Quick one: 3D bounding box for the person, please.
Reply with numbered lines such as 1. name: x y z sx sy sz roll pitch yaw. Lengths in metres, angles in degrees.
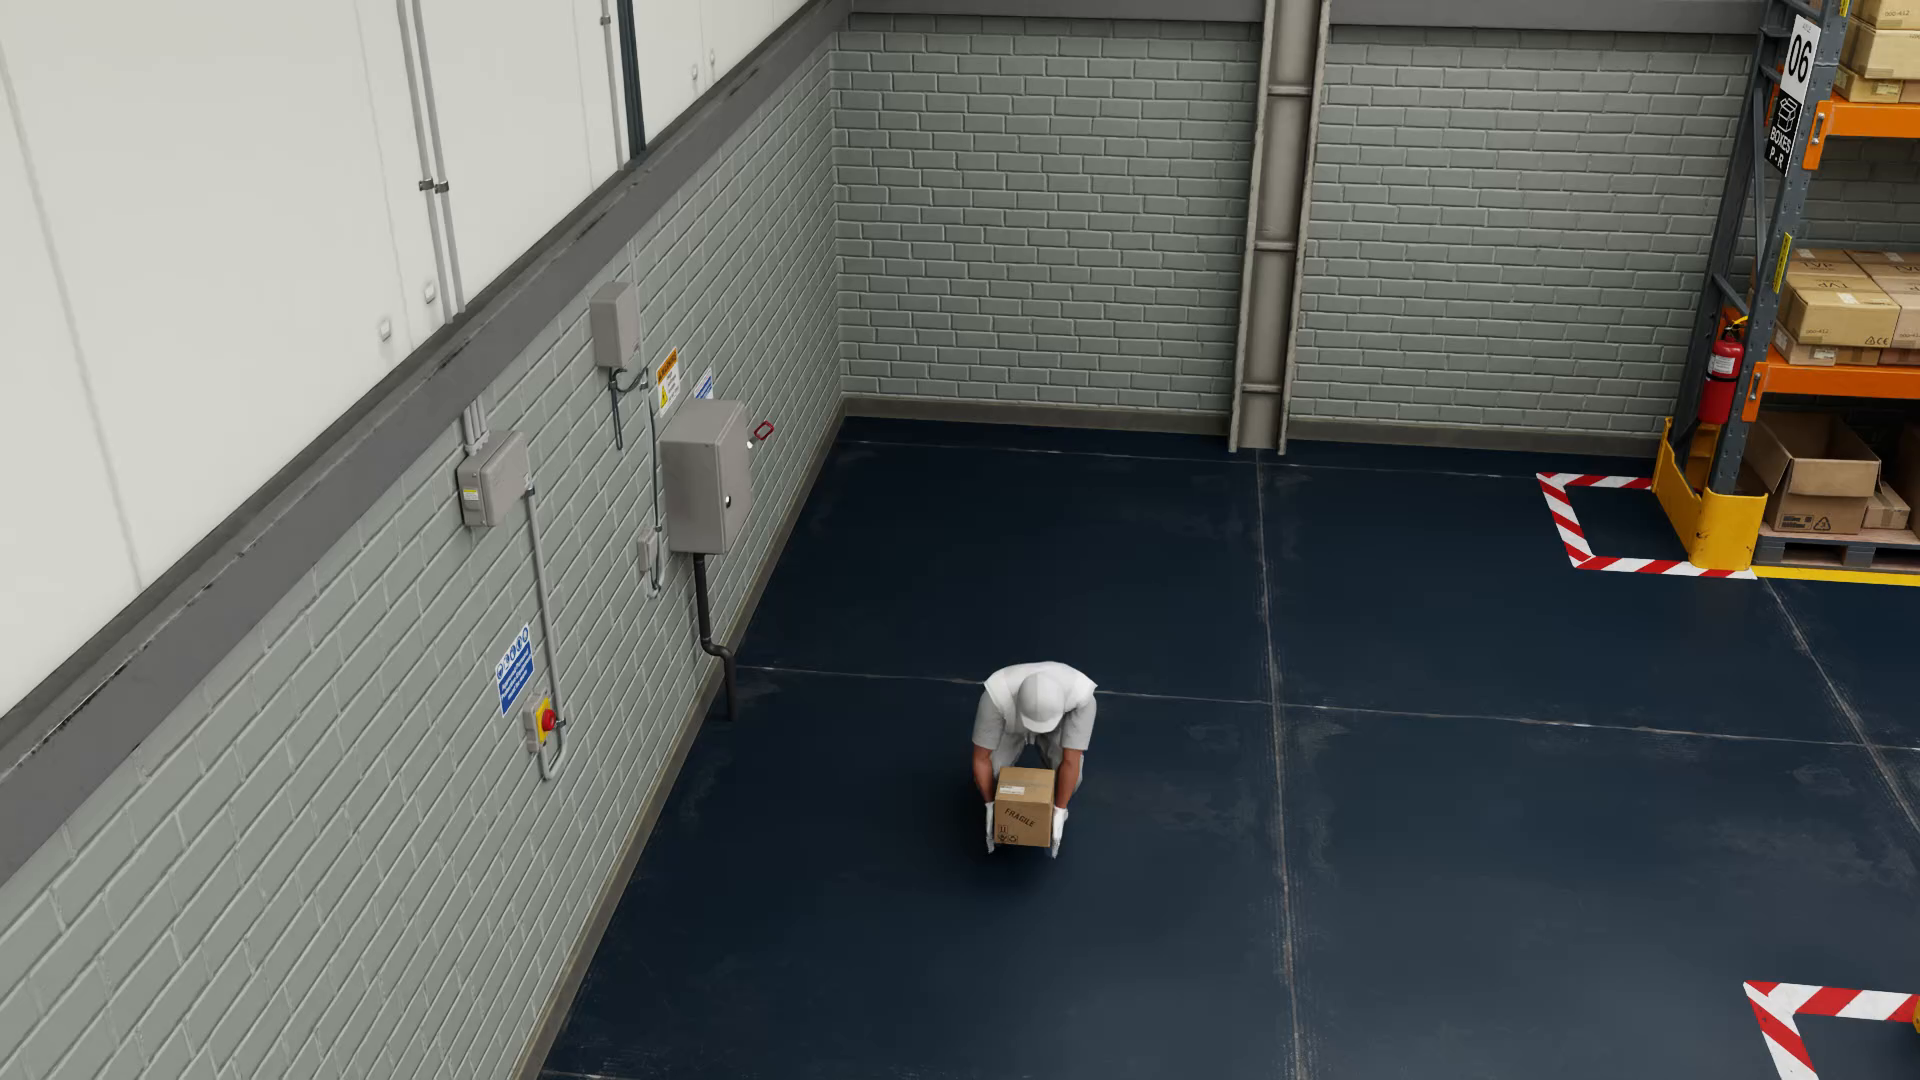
1. person: 0.348 0.907 7.747 0.564 0.999 0.888 3 28 6
